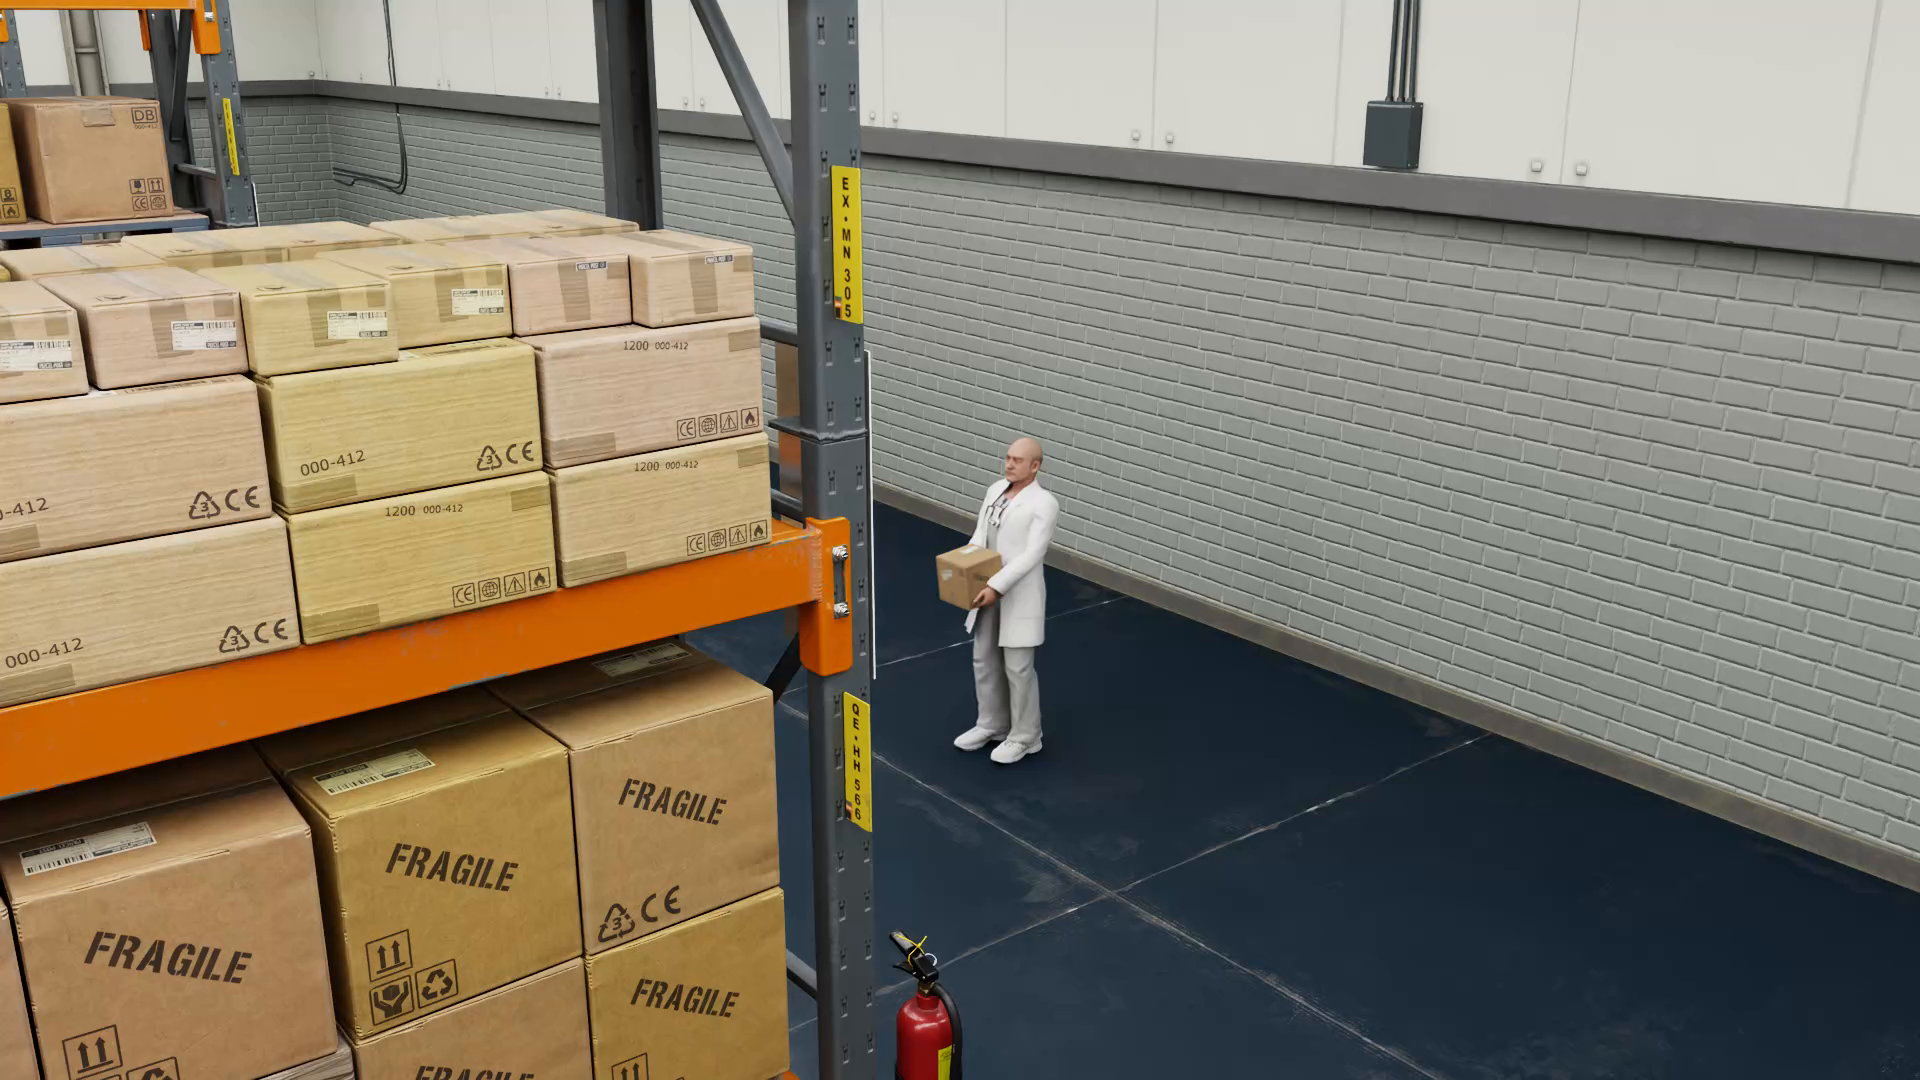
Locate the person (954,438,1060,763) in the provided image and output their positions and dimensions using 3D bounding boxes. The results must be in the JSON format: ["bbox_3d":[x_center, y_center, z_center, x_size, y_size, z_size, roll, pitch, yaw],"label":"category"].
[{"bbox_3d":[0.205,0.332,9.017,0.554,1.773,0.528,-13,22,-36],"label":"person"}]
